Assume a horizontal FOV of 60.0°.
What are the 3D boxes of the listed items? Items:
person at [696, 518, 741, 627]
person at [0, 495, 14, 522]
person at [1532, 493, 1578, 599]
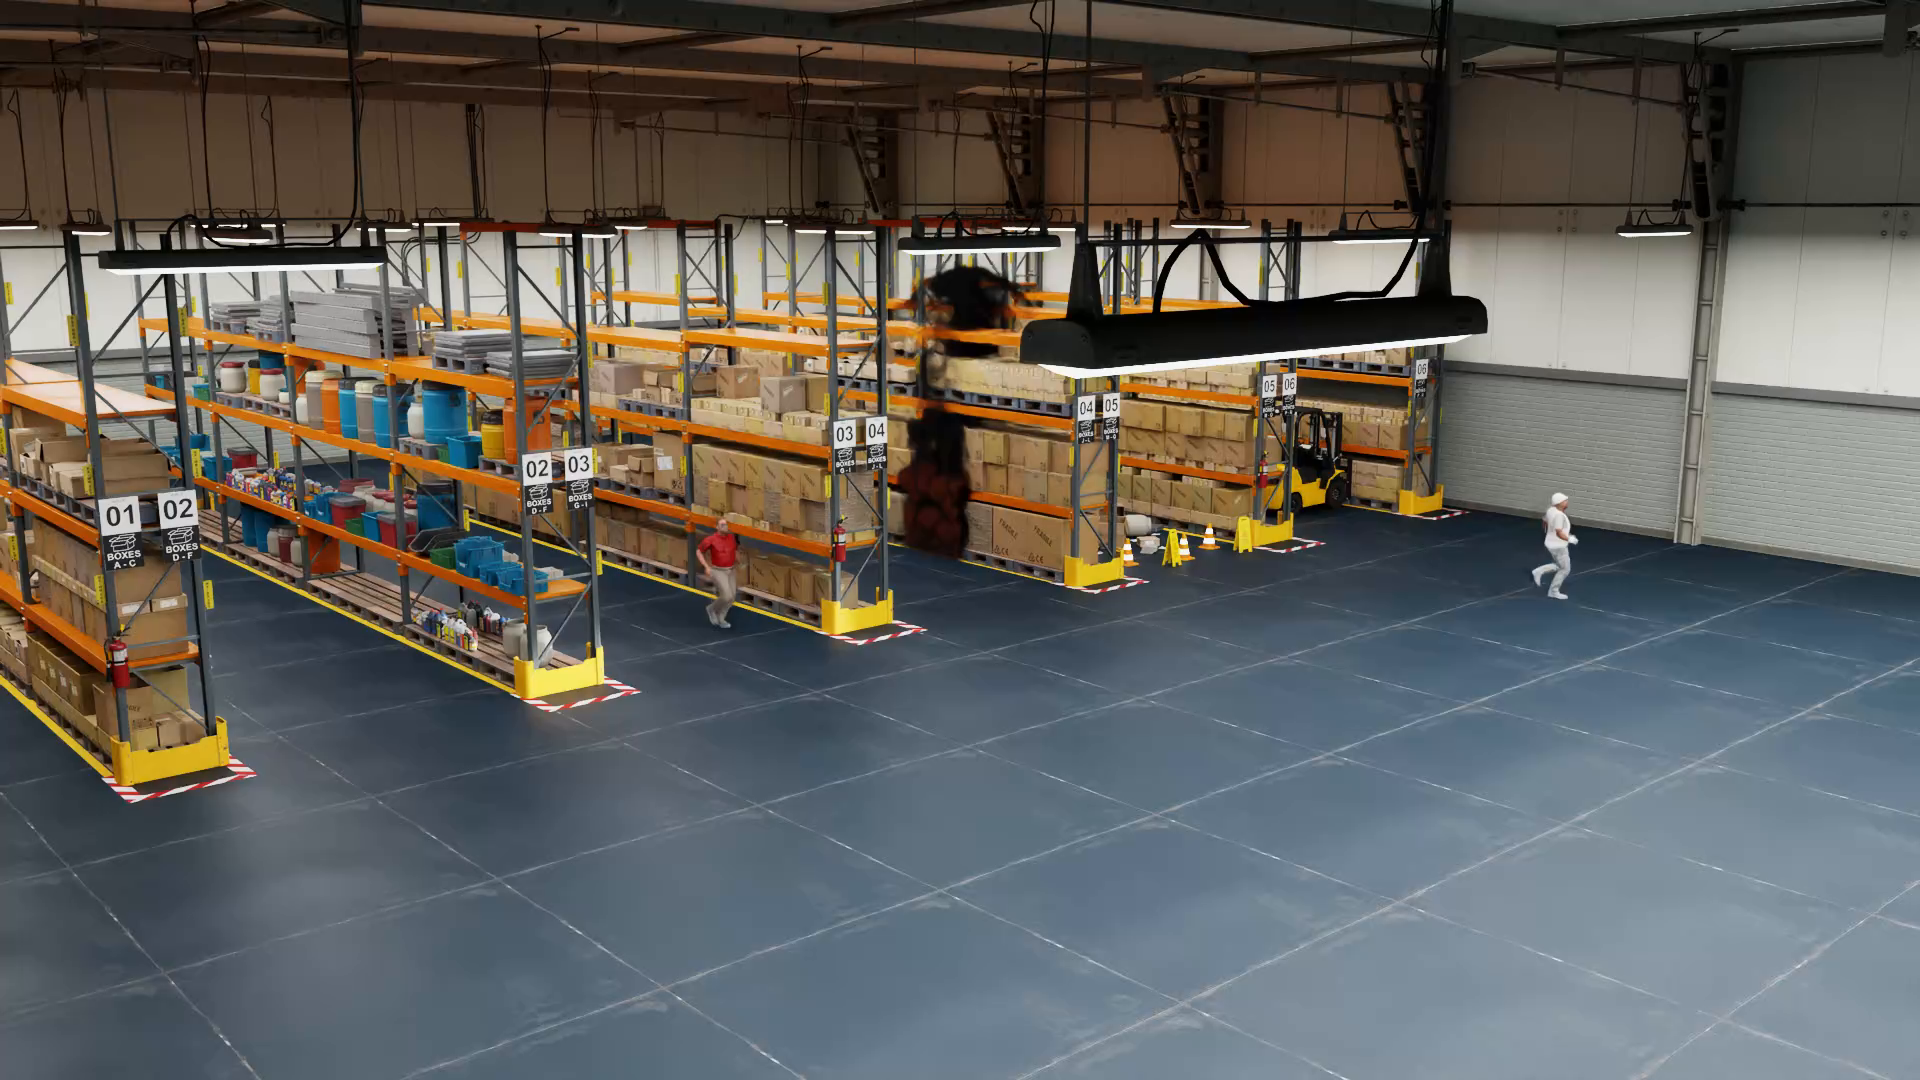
[{"bbox_3d":[-3.542,0.509,25.055,0.602,1.684,0.651,10,15,41],"label":"person"},{"bbox_3d":[-18.202,-0.767,31.628,0.684,1.623,0.651,3,12,13],"label":"person"},{"bbox_3d":[9.692,0.090,27.074,0.627,1.739,0.718,1,11,5],"label":"person"}]
